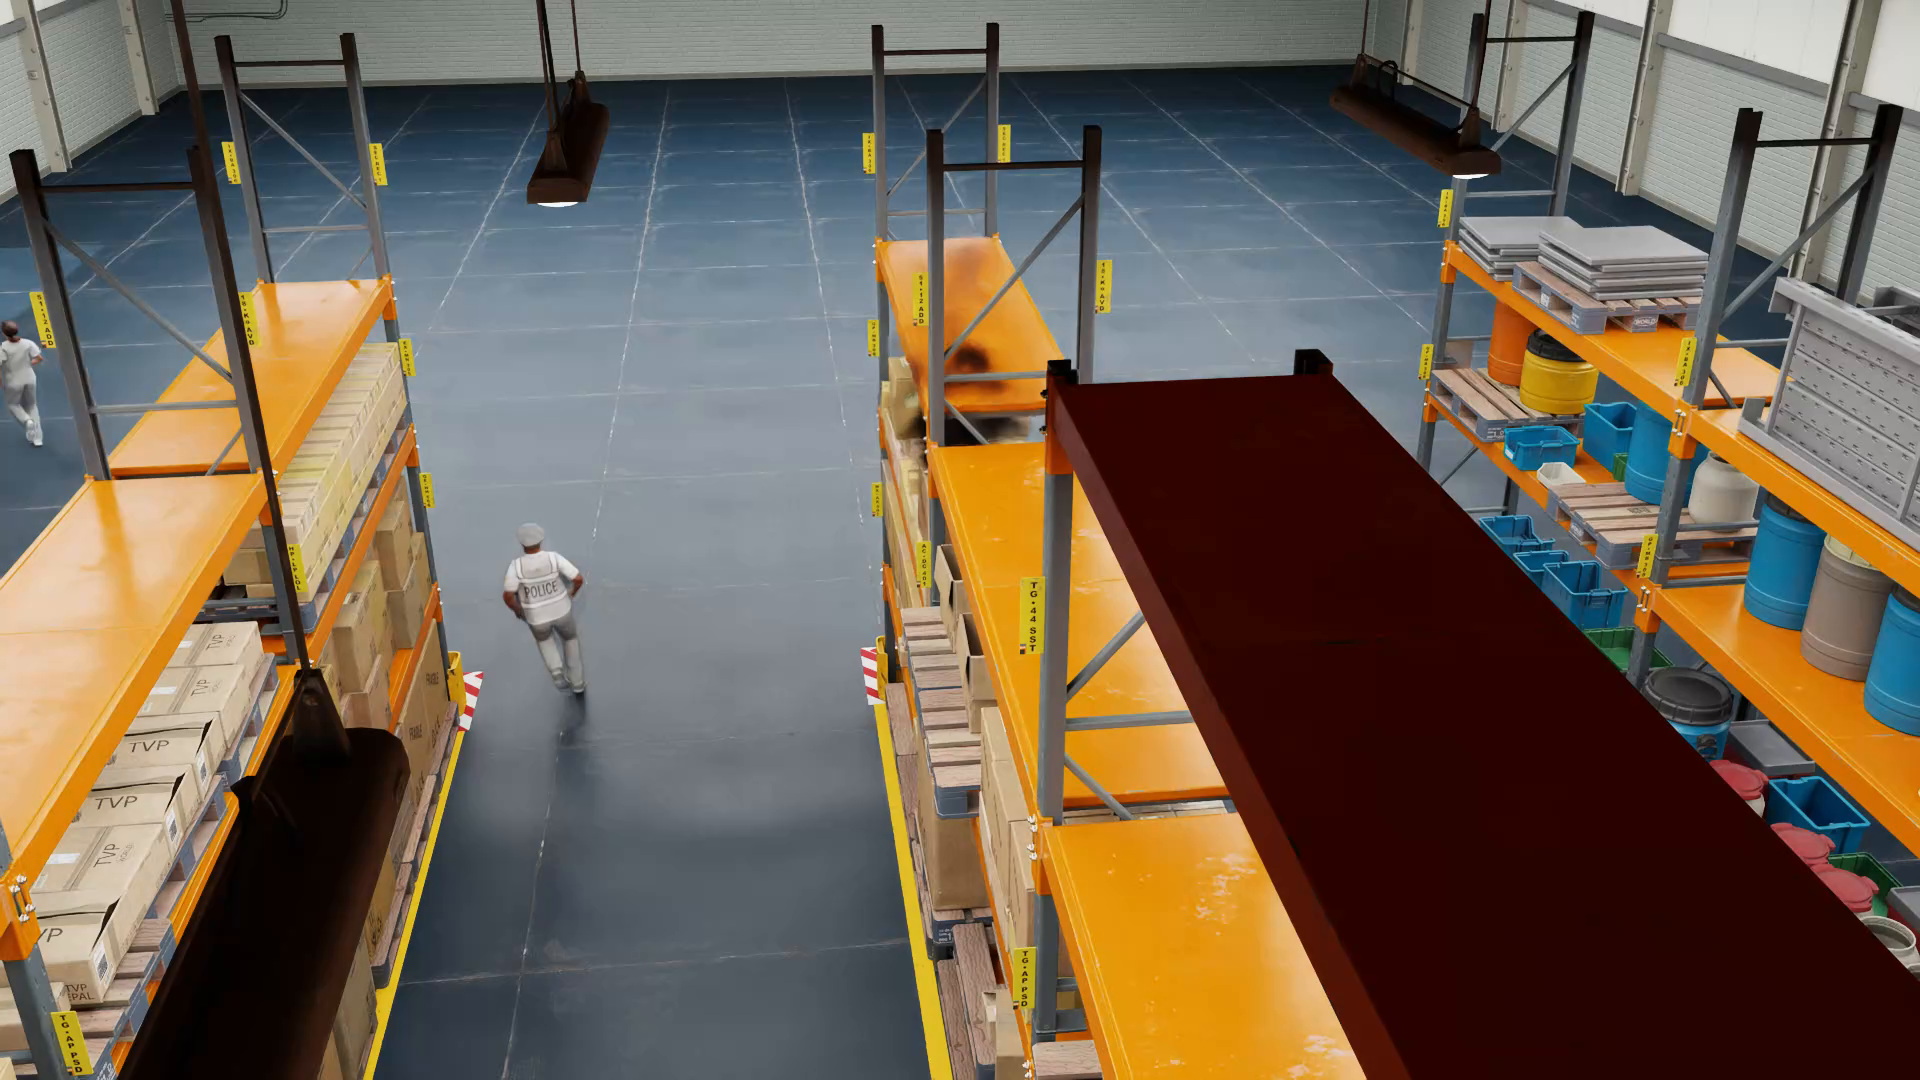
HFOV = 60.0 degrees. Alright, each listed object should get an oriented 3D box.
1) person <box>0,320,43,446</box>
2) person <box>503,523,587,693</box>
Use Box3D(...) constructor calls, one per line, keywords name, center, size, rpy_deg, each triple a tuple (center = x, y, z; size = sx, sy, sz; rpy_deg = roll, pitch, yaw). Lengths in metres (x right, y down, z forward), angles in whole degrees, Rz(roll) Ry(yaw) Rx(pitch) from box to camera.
Box3D(name="person", center=(-11.708, -1.960, 20.729), size=(0.578, 1.636, 0.601), rpy_deg=(22, 33, 38))
Box3D(name="person", center=(-3.796, 0.634, 15.203), size=(0.716, 1.723, 0.543), rpy_deg=(-8, 27, -17))
